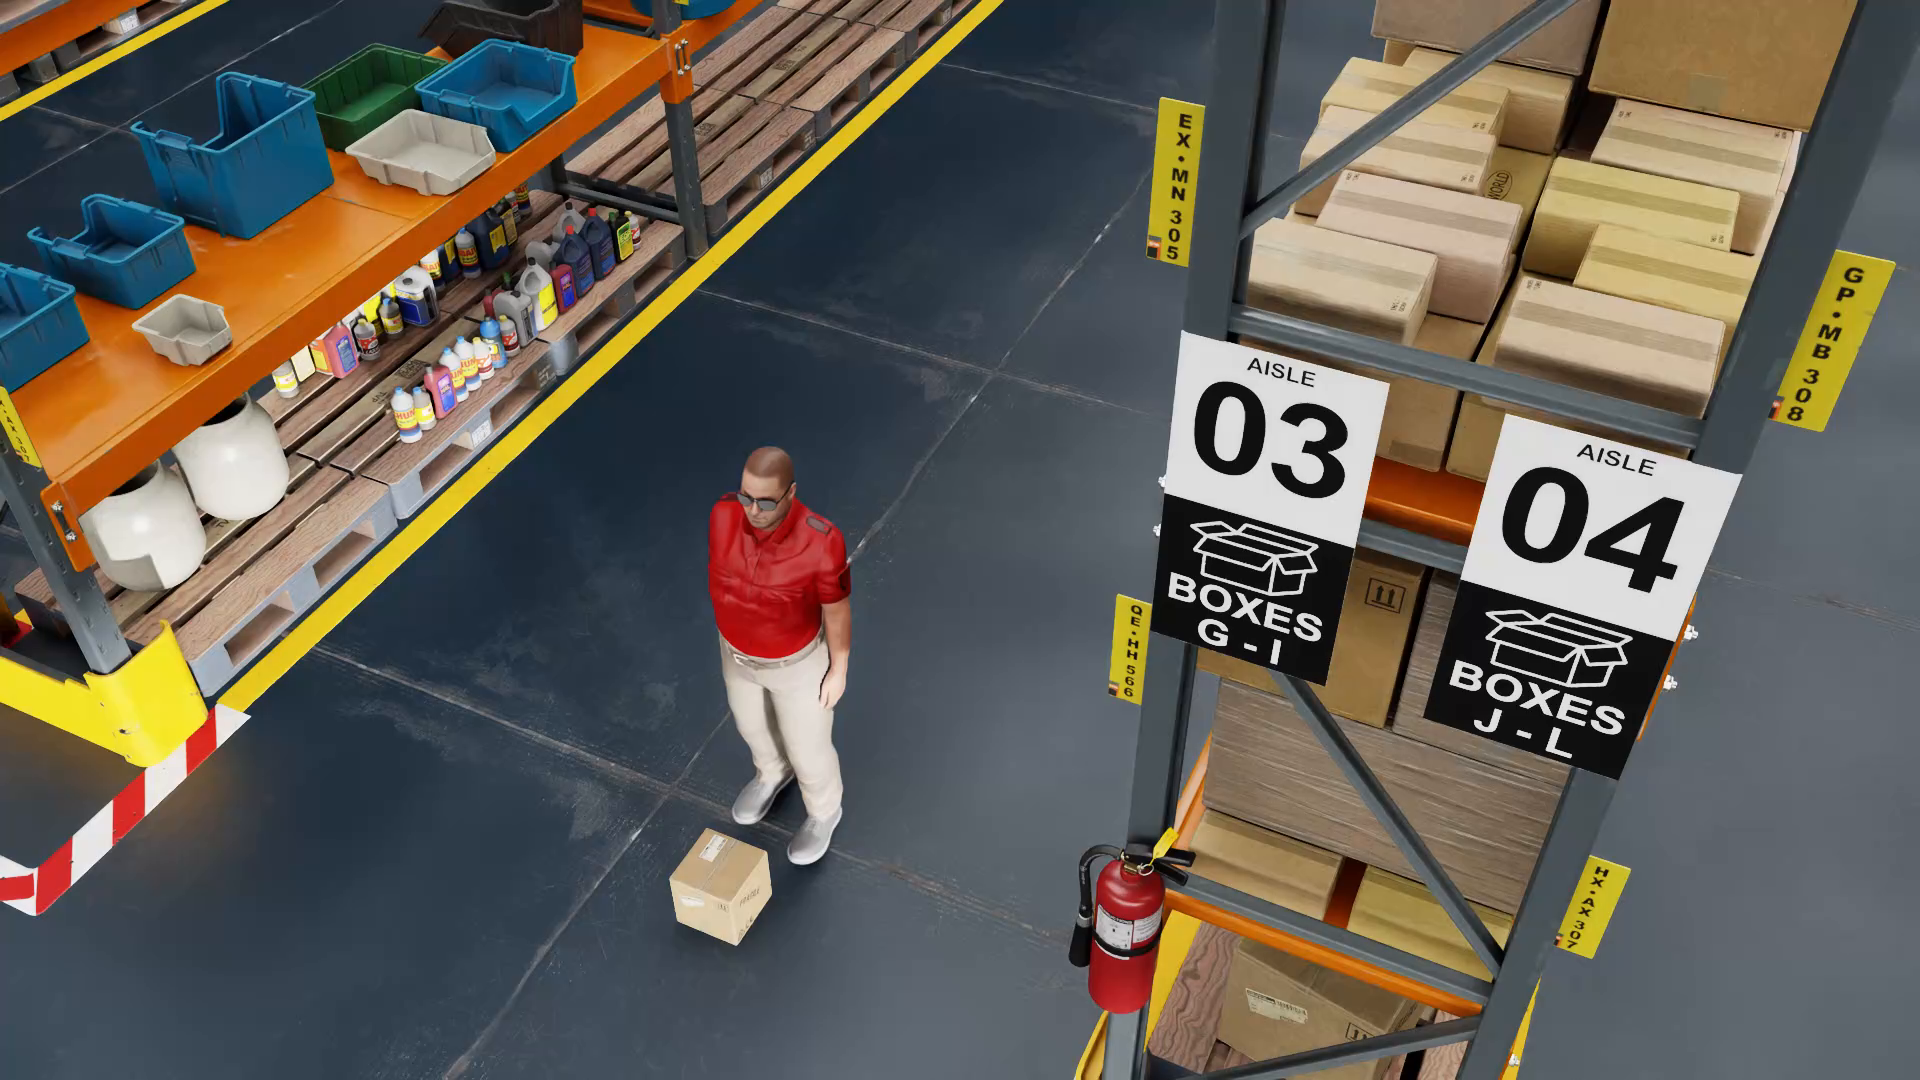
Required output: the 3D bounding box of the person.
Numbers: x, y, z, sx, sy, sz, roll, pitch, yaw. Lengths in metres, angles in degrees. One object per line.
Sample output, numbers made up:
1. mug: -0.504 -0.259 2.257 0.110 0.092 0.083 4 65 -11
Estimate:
1. person: -0.626 0.139 5.500 0.530 1.028 0.337 18 45 19
